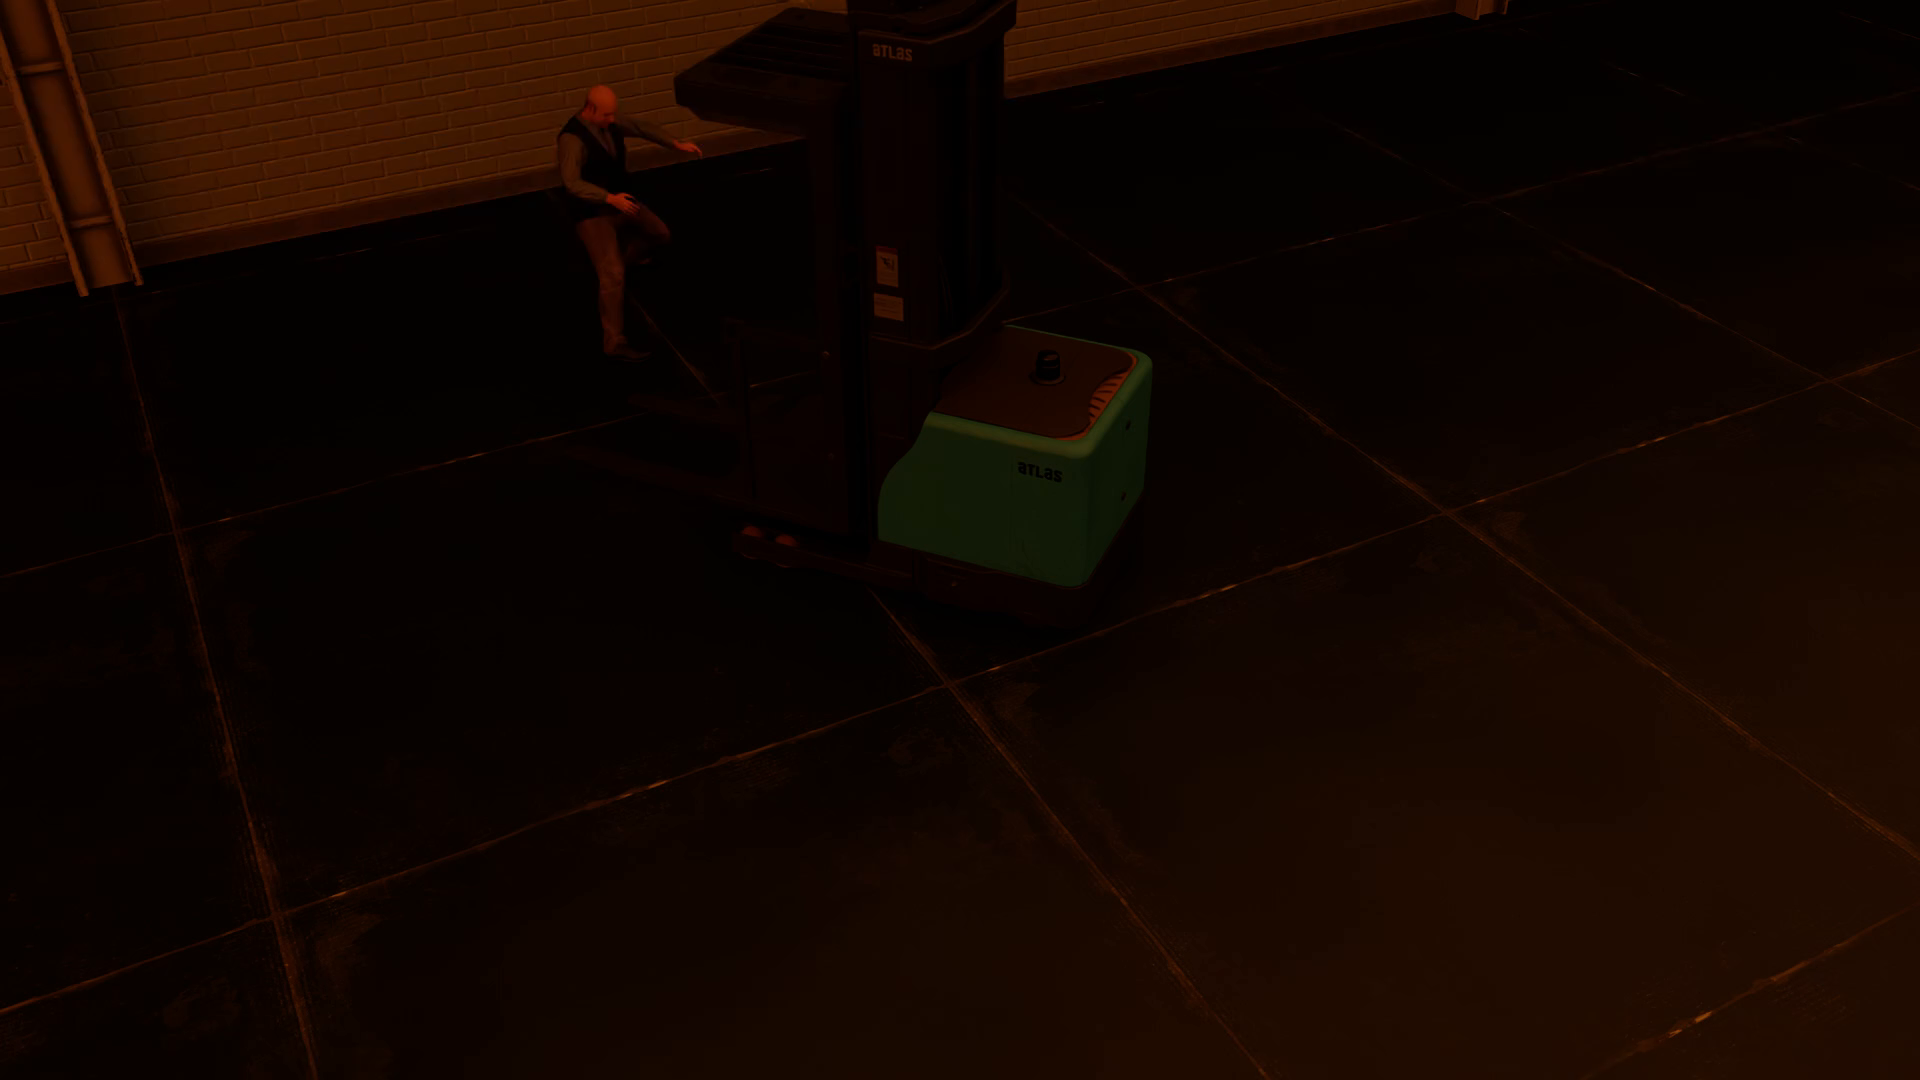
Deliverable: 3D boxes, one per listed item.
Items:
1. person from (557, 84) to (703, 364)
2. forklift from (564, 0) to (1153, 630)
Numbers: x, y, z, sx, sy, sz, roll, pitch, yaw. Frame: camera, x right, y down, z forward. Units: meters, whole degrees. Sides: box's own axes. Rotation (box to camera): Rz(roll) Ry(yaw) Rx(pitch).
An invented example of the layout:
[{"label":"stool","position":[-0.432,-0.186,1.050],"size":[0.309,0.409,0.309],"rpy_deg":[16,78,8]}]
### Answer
[{"label":"person","position":[-2.038,-2.086,10.297],"size":[0.820,1.517,1.303],"rpy_deg":[15,38,20]},{"label":"forklift","position":[-0.612,-1.318,7.988],"size":[3.031,2.935,1.130],"rpy_deg":[14,38,19]}]
